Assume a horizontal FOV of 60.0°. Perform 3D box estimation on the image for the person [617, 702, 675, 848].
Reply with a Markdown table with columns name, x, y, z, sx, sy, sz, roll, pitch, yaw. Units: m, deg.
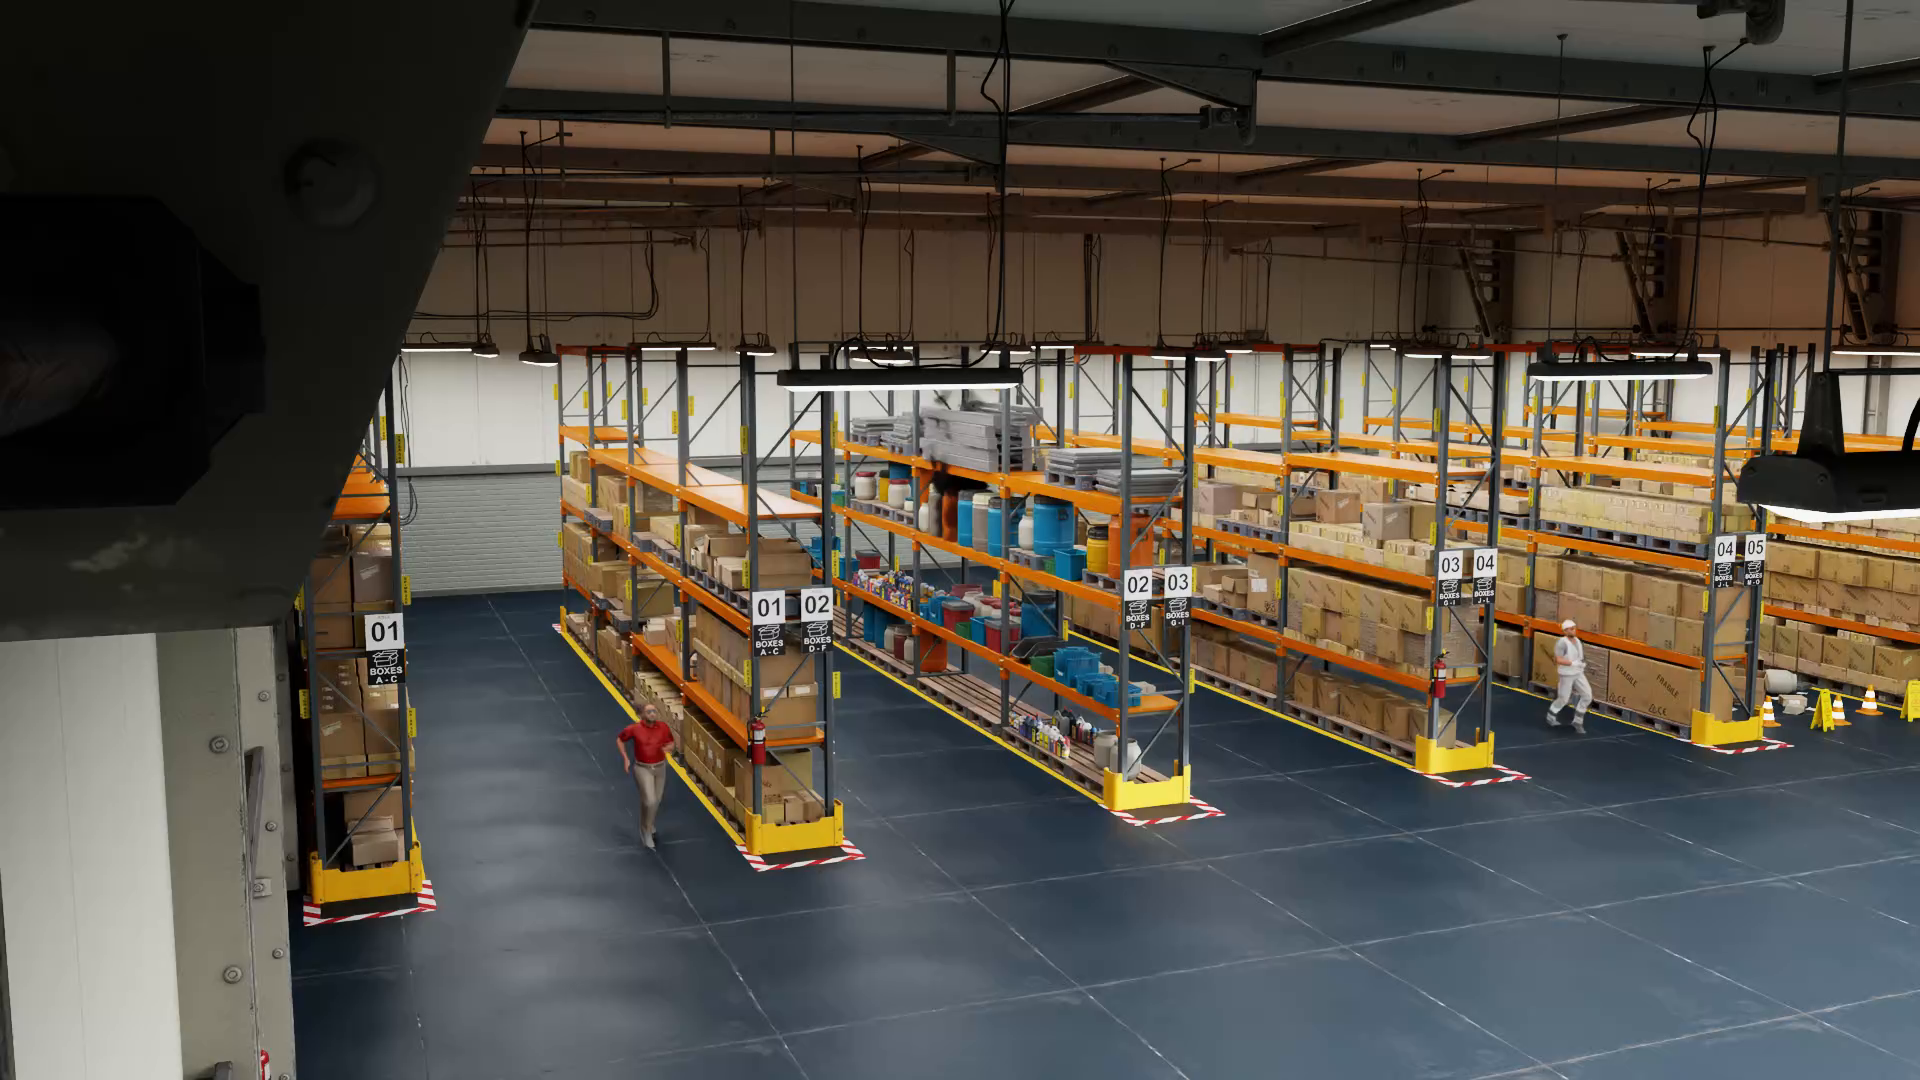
| name | x | y | z | sx | sy | sz | roll | pitch | yaw |
| --- | --- | --- | --- | --- | --- | --- | --- | --- | --- |
| person | -3.826 | 2.893 | 20.518 | 0.629 | 1.796 | 0.768 | -5 | 9 | -36 |

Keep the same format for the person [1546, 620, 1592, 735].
| name | x | y | z | sx | sy | sz | roll | pitch | yaw |
| --- | --- | --- | --- | --- | --- | --- | --- | --- | --- |
| person | 9.607 | 2.149 | 26.167 | 0.670 | 1.812 | 0.755 | -4 | 8 | -26 |

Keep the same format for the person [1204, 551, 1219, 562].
| name | x | y | z | sx | sy | sz | roll | pitch | yaw |
| --- | --- | --- | --- | --- | --- | --- | --- | --- | --- |
| person | 6.334 | 0.245 | 41.611 | 0.716 | 1.676 | 0.672 | 1 | 7 | 10 |

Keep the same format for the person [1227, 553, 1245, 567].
| name | x | y | z | sx | sy | sz | roll | pitch | yaw |
| --- | --- | --- | --- | --- | --- | --- | --- | --- | --- |
| person | 6.954 | 0.123 | 42.154 | 0.574 | 1.741 | 0.716 | -2 | 8 | -16 |
